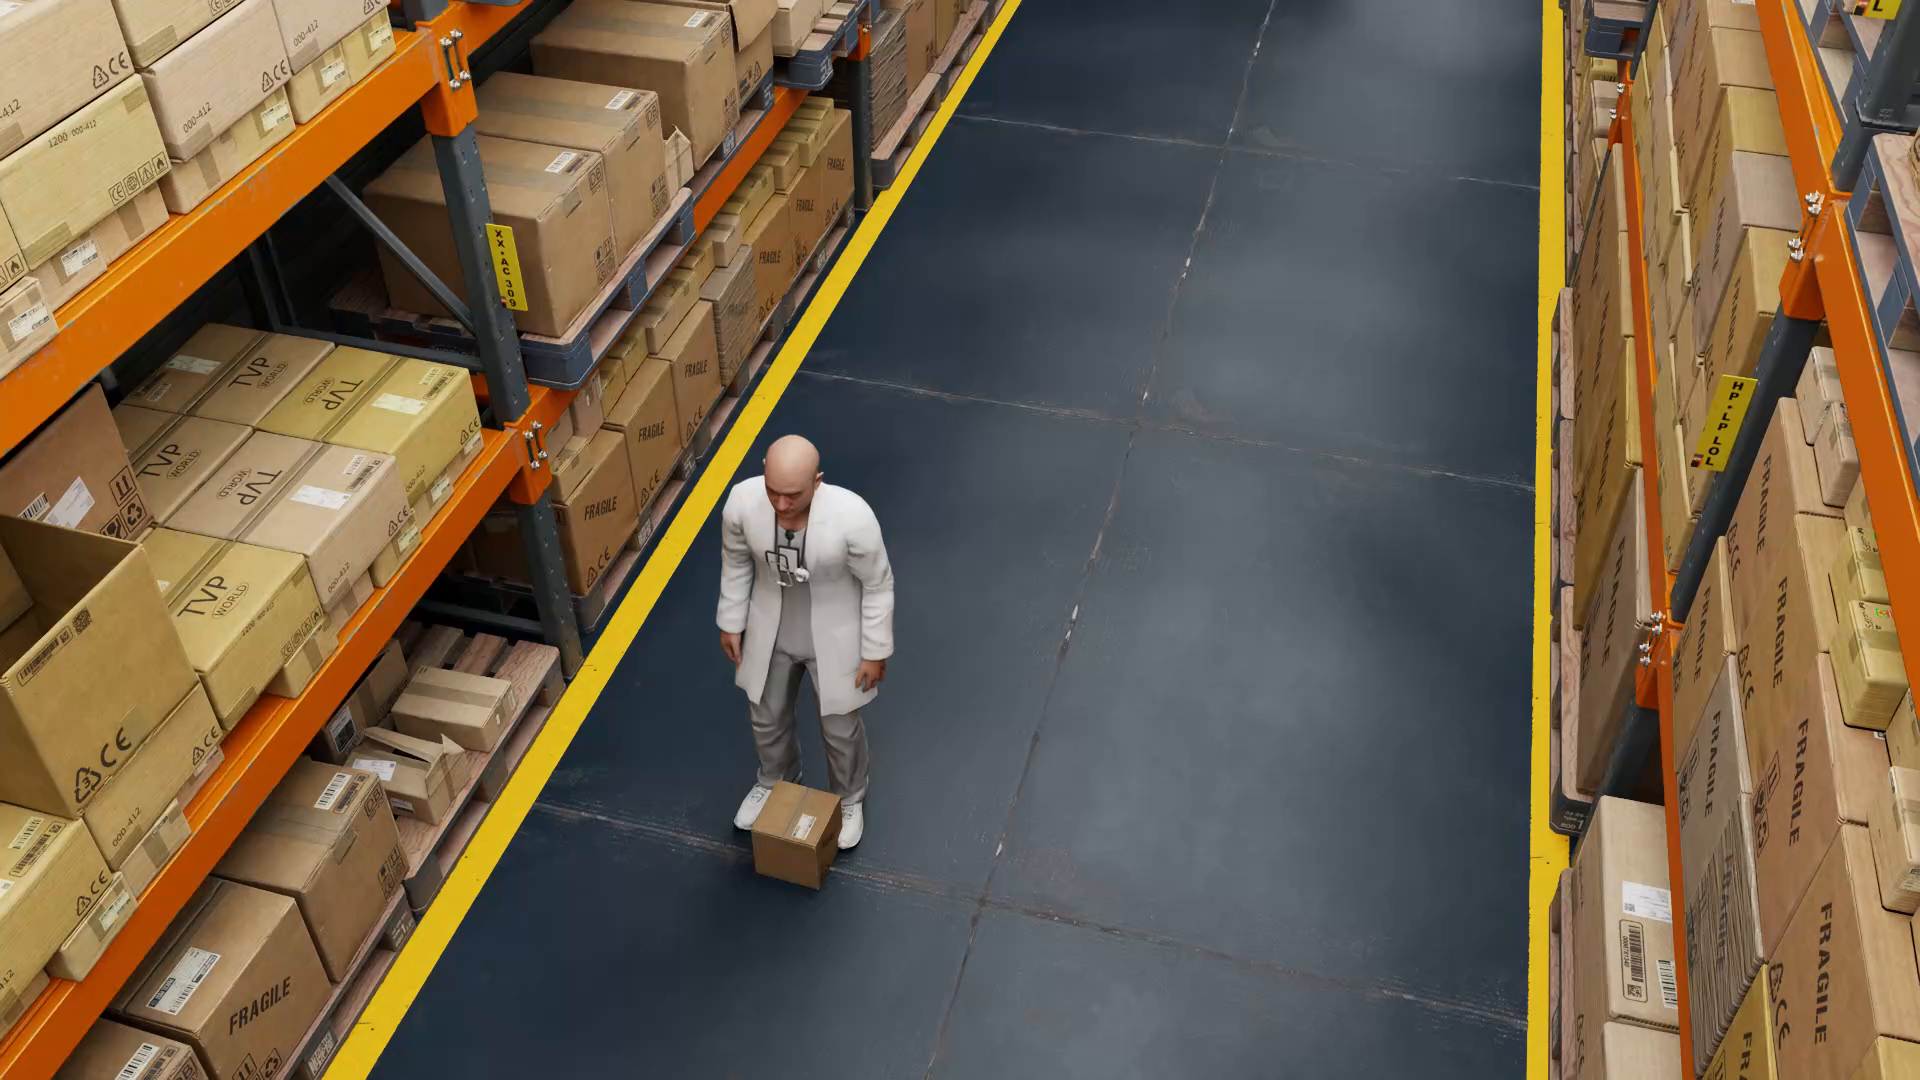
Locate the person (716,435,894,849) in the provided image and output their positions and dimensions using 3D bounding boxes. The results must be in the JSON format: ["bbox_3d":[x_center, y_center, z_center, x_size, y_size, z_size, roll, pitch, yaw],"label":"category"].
[{"bbox_3d":[-0.536,0.339,5.771,0.644,1.774,0.425,10,42,12],"label":"person"}]
